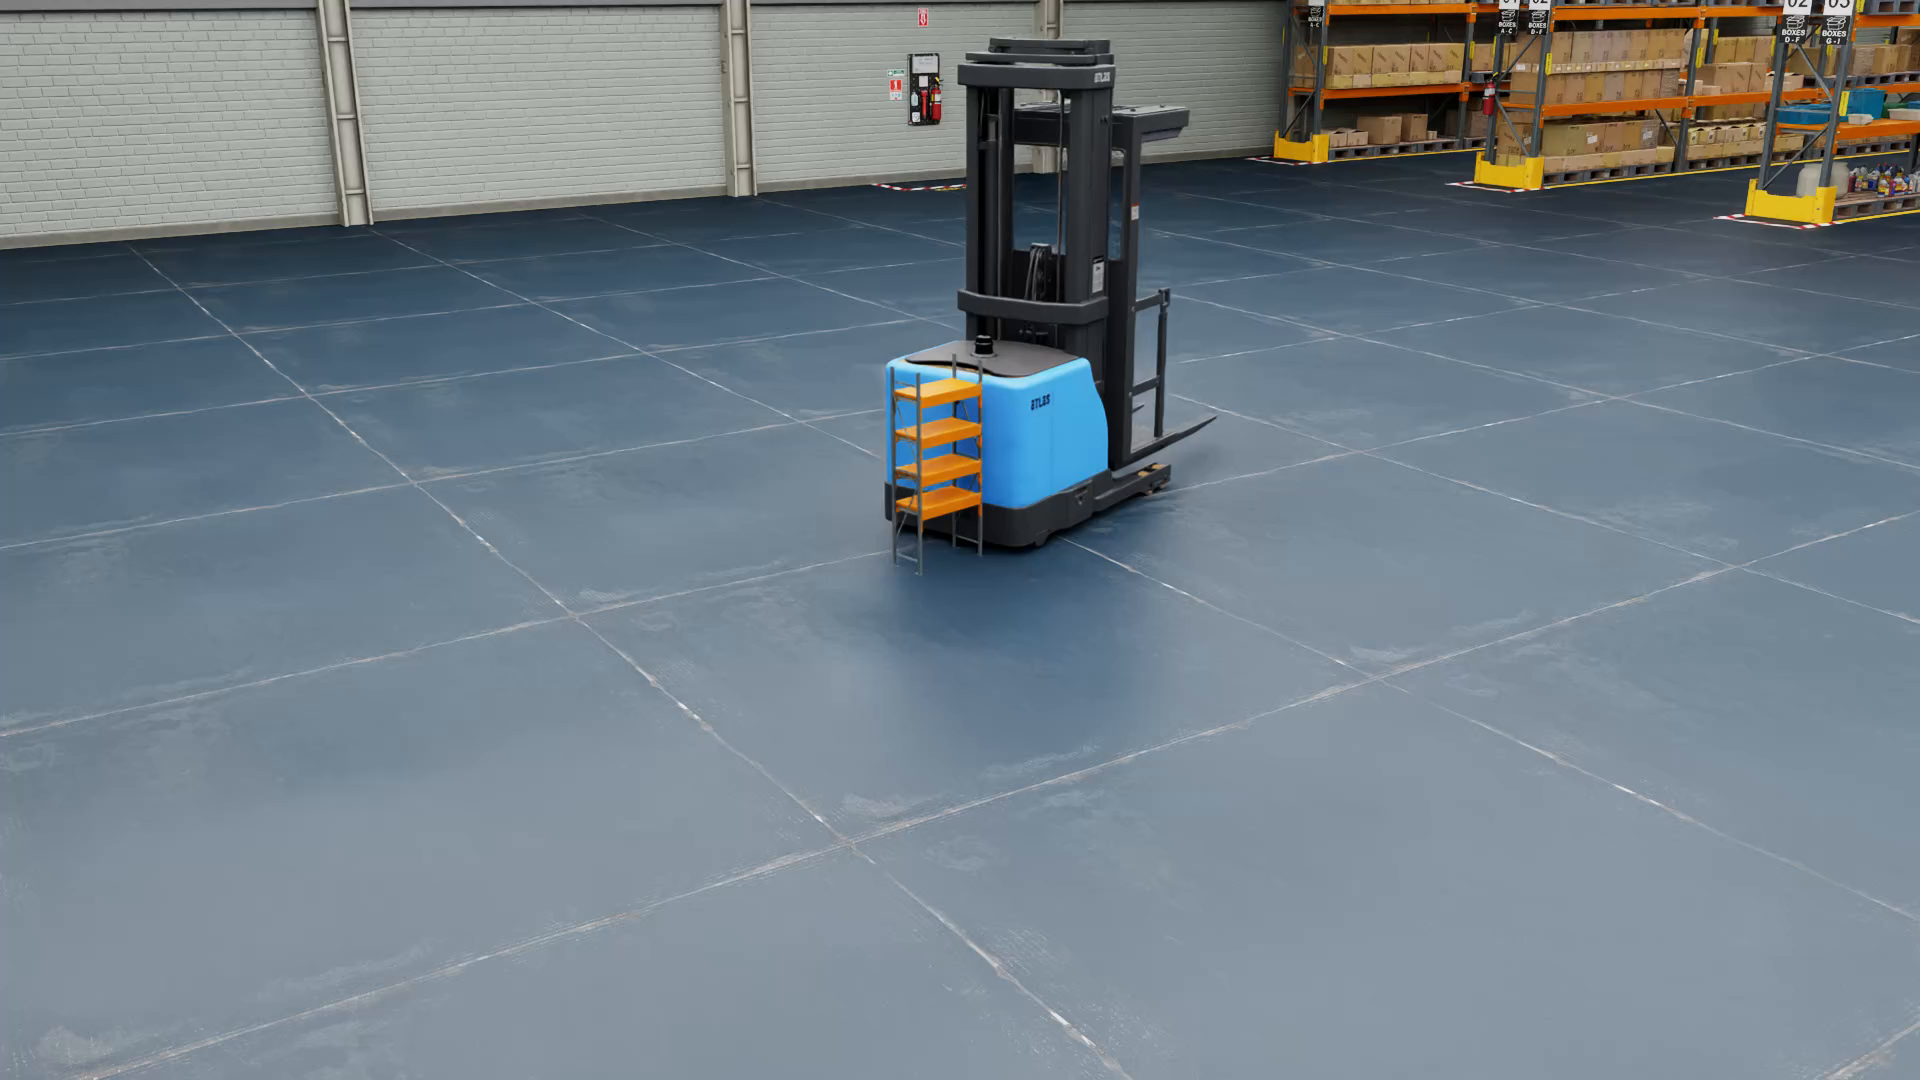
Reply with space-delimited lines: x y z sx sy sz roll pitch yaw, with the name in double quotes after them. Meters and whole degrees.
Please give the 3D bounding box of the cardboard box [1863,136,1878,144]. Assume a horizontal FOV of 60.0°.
17.671 -8.069 32.644 0.500 0.500 0.500 -13 23 -33 "cardboard box"

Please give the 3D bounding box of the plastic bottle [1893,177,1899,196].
13.857 -5.244 24.647 0.097 0.271 0.097 0 19 0 "plastic bottle"

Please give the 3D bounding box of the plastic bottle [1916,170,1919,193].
14.416 -5.409 25.010 0.185 0.351 0.144 -12 22 -32 "plastic bottle"

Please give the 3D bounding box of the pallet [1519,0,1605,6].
9.769 -8.854 27.207 1.213 0.211 1.003 -12 22 -31 "pallet"

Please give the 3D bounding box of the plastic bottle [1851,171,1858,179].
13.519 -5.453 25.255 0.135 0.276 0.152 -13 22 -33 "plastic bottle"

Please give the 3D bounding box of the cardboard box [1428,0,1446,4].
9.062 -10.624 32.115 0.500 0.500 0.500 -14 23 -36 "cardboard box"

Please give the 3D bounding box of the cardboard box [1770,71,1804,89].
15.517 -8.672 31.352 0.500 0.311 0.500 -10 21 -28 "cardboard box"

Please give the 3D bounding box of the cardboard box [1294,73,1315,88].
6.720 -8.755 31.660 0.500 0.250 0.500 -12 22 -31 "cardboard box"

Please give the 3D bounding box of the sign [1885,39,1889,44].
18.881 -10.025 33.864 0.005 0.325 0.100 -12 22 -31 "sign"

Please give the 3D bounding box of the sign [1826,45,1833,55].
16.153 -9.167 30.870 0.005 0.325 0.100 -12 22 -31 "sign"

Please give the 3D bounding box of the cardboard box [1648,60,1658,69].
11.751 -8.175 28.575 0.250 0.149 0.380 -12 22 -32 "cardboard box"

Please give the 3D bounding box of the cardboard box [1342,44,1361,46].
7.568 -9.294 32.084 0.500 0.500 0.500 -13 22 -33 "cardboard box"

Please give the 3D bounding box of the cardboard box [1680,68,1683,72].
15.704 -10.404 36.698 0.250 0.149 0.380 -12 22 -31 "cardboard box"

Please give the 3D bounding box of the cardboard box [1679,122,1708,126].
13.534 -7.553 30.664 0.500 0.311 0.500 -12 22 -32 "cardboard box"

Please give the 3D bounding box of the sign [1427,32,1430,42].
9.469 -10.083 33.578 0.005 0.325 0.100 -12 22 -31 "sign"

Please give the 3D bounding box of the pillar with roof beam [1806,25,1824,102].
23.946 -13.898 37.303 0.400 9.000 9.100 -12 22 -31 "pillar with roof beam"

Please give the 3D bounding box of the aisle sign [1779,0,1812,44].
11.661 -7.330 23.185 0.004 0.787 0.394 -12 22 -31 "aisle sign"

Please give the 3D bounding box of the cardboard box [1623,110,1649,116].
14.539 -9.519 36.418 0.750 0.750 0.750 -12 22 -32 "cardboard box"

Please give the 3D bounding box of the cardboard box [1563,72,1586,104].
9.997 -7.578 27.819 0.500 0.500 0.700 -11 22 -30 "cardboard box"

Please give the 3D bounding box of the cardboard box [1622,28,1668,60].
11.716 -8.555 28.685 0.500 0.500 0.700 -12 22 -32 "cardboard box"

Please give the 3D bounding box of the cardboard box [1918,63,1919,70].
19.761 -9.536 33.611 0.500 0.500 0.500 -11 22 -30 "cardboard box"

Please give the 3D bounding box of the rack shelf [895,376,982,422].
-0.131 -0.813 9.548 0.480 0.148 0.258 -17 25 -41 "rack shelf"

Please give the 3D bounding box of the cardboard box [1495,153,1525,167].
9.449 -6.428 28.211 0.500 0.250 0.500 -12 22 -31 "cardboard box"

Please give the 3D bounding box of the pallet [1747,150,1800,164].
15.136 -7.311 31.542 1.213 0.211 1.003 -12 22 -31 "pallet"

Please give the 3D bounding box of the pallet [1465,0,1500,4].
10.351 -10.799 33.113 1.003 0.211 1.213 -12 22 -31 "pallet"

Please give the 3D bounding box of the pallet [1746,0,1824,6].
15.328 -9.955 30.619 1.003 0.211 1.213 -11 21 -29 "pallet"

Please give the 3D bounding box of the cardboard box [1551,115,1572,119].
12.545 -8.975 35.324 0.500 0.500 0.700 -12 22 -31 "cardboard box"

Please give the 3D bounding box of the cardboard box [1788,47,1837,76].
16.309 -9.154 31.827 0.700 0.500 0.500 14 23 35 "cardboard box"

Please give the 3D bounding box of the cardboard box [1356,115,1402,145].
8.180 -8.020 32.501 0.500 0.500 0.700 -14 23 -35 "cardboard box"

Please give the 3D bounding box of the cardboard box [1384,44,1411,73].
8.278 -9.247 31.946 0.500 0.500 0.500 -11 22 -30 "cardboard box"

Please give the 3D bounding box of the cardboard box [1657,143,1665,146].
12.691 -7.109 30.227 0.500 0.250 0.500 -12 22 -32 "cardboard box"

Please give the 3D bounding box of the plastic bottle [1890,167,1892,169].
14.463 -5.652 25.844 0.135 0.276 0.152 -11 22 -29 "plastic bottle"

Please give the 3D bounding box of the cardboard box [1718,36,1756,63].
17.533 -11.156 38.092 0.700 0.700 0.980 -13 22 -33 "cardboard box"

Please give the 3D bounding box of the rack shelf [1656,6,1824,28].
14.175 -9.495 30.086 4.000 0.370 1.077 -12 22 -31 "rack shelf"

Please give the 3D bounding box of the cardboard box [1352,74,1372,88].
7.444 -8.717 31.548 0.500 0.250 0.500 -13 22 -33 "cardboard box"

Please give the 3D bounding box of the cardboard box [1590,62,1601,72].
10.471 -7.906 27.778 0.250 0.149 0.380 -13 23 -33 "cardboard box"

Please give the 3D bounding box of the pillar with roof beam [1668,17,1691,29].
18.935 -12.841 34.177 0.400 9.000 9.100 -12 22 -31 "pillar with roof beam"

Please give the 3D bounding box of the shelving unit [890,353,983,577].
-0.131 -0.440 9.674 0.503 1.200 0.258 -17 25 -41 "shelving unit"

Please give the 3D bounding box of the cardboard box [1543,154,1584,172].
10.150 -6.378 28.065 0.500 0.250 0.500 -12 22 -31 "cardboard box"

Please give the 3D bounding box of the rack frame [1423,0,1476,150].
9.777 -9.387 33.326 0.127 3.000 1.000 -12 22 -31 "rack frame"

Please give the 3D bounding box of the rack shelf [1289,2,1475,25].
8.107 -10.115 31.919 4.000 0.370 1.077 -12 22 -31 "rack shelf"

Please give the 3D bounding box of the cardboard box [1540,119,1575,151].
10.275 -6.963 28.625 0.500 0.500 0.500 -12 22 -31 "cardboard box"

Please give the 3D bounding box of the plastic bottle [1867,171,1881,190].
13.913 -5.480 25.338 0.135 0.276 0.152 -12 22 -31 "plastic bottle"

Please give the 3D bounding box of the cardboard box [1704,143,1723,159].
13.405 -7.053 30.061 0.500 0.250 0.500 -11 22 -30 "cardboard box"

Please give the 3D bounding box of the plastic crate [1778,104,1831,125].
12.138 -6.130 23.925 0.616 0.251 0.499 -12 22 -31 "plastic crate"

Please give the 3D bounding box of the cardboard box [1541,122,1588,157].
10.151 -6.733 27.943 0.500 0.500 0.500 -12 22 -31 "cardboard box"

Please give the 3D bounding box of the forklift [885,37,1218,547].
0.776 -1.761 10.876 1.130 2.935 3.031 12 22 32 "forklift"

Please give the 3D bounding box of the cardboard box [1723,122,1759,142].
14.270 -7.502 30.512 0.500 0.311 0.500 -11 22 -30 "cardboard box"

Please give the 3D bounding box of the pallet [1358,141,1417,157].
8.216 -7.722 32.755 1.213 0.211 1.003 -12 22 -31 "pallet"
